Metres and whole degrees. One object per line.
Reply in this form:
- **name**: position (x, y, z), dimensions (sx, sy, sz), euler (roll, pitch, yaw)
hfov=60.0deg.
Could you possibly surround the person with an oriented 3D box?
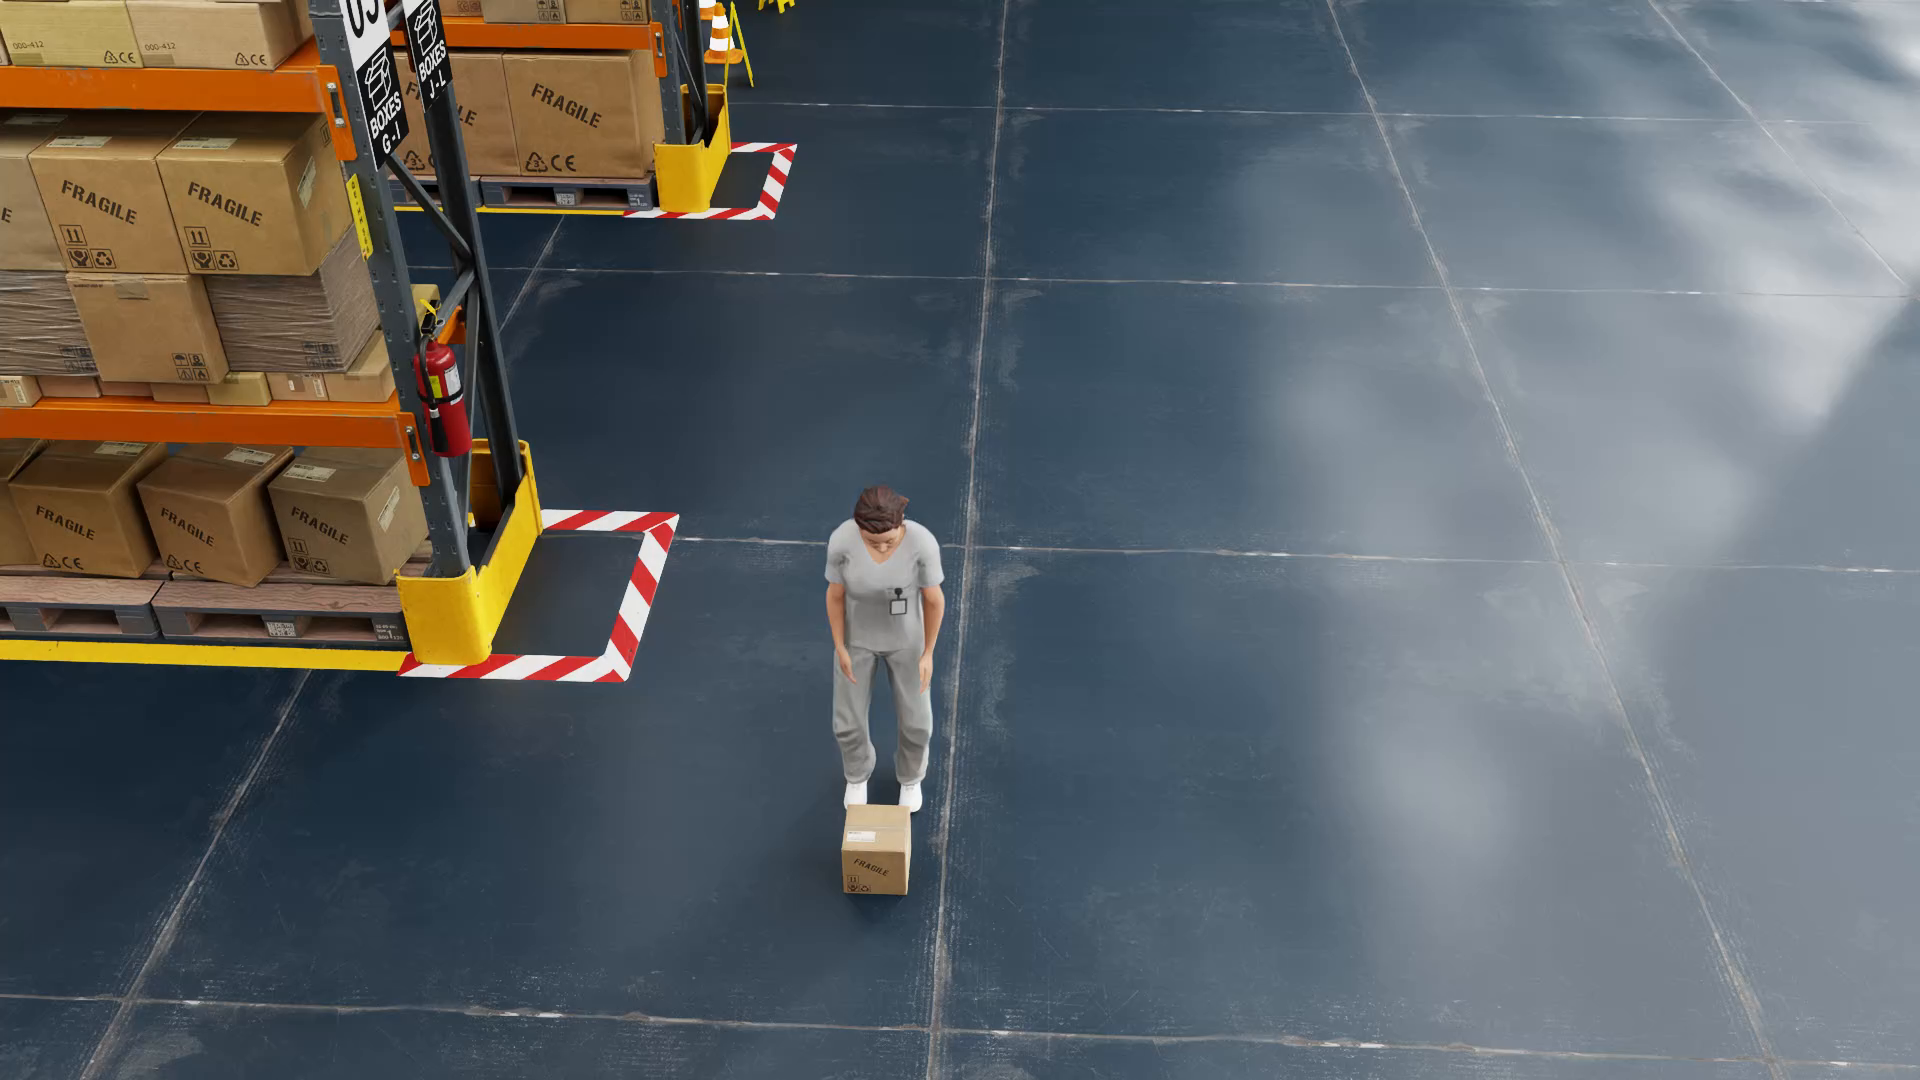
- **person**: position (-0.292, 0.419, 6.594), dimensions (0.464, 1.616, 0.406), euler (2, 36, 3)
